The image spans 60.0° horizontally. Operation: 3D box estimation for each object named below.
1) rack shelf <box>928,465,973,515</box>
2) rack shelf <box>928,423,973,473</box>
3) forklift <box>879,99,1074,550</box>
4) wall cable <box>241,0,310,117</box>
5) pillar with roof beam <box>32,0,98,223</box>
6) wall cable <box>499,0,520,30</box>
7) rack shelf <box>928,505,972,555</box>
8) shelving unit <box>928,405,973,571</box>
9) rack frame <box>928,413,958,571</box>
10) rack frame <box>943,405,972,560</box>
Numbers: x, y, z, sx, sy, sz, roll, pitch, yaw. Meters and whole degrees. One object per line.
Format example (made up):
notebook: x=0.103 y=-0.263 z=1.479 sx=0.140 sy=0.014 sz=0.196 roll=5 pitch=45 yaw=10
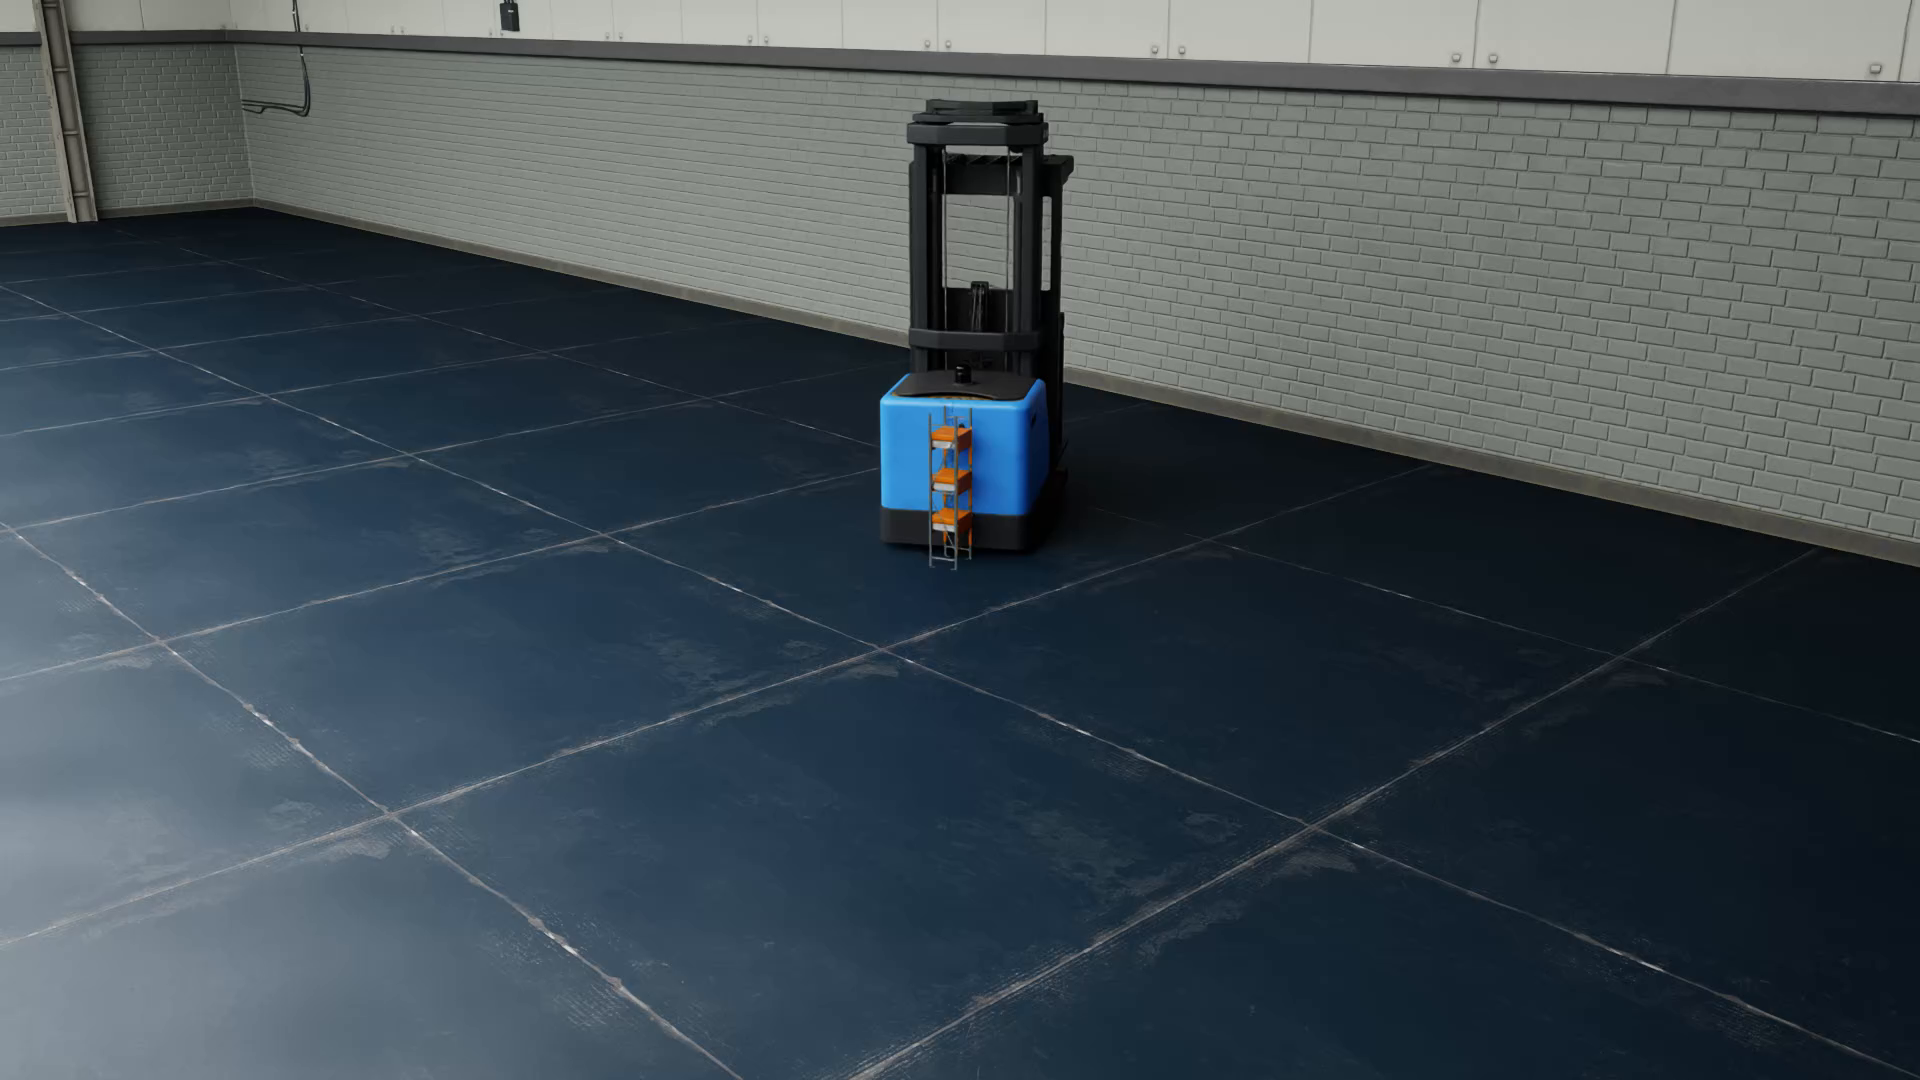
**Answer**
rack shelf: x=-0.062 y=-0.331 z=10.957 sx=0.215 sy=0.259 sz=0.240 roll=7 pitch=19 yaw=22
rack shelf: x=-0.062 y=-0.600 z=10.870 sx=0.215 sy=0.259 sz=0.240 roll=7 pitch=19 yaw=22
forklift: x=0.226 y=-1.741 z=12.224 sx=1.130 sy=2.935 sz=3.031 roll=3 pitch=18 yaw=10
wall cable: x=-11.937 y=-8.583 z=28.522 sx=0.112 sy=2.526 sz=3.097 roll=-16 pitch=24 yaw=-41
pillar with roof beam: x=-12.029 y=-8.767 z=24.056 sx=0.400 sy=9.000 sz=9.100 roll=-16 pitch=24 yaw=-41
wall cable: x=-5.426 y=-9.547 z=20.946 sx=0.169 sy=6.003 sz=2.305 roll=-16 pitch=24 yaw=-41
rack shelf: x=-0.062 y=-0.066 z=11.043 sx=0.215 sy=0.259 sz=0.240 roll=7 pitch=19 yaw=22
shelving unit: x=-0.062 y=-0.341 z=10.954 sx=0.215 sy=1.050 sz=0.252 roll=7 pitch=19 yaw=22
rack frame: x=-0.110 y=-0.306 z=10.847 sx=0.200 sy=1.050 sz=0.008 roll=7 pitch=19 yaw=22
rack frame: x=-0.015 y=-0.375 z=11.061 sx=0.200 sy=1.050 sz=0.008 roll=7 pitch=19 yaw=22
